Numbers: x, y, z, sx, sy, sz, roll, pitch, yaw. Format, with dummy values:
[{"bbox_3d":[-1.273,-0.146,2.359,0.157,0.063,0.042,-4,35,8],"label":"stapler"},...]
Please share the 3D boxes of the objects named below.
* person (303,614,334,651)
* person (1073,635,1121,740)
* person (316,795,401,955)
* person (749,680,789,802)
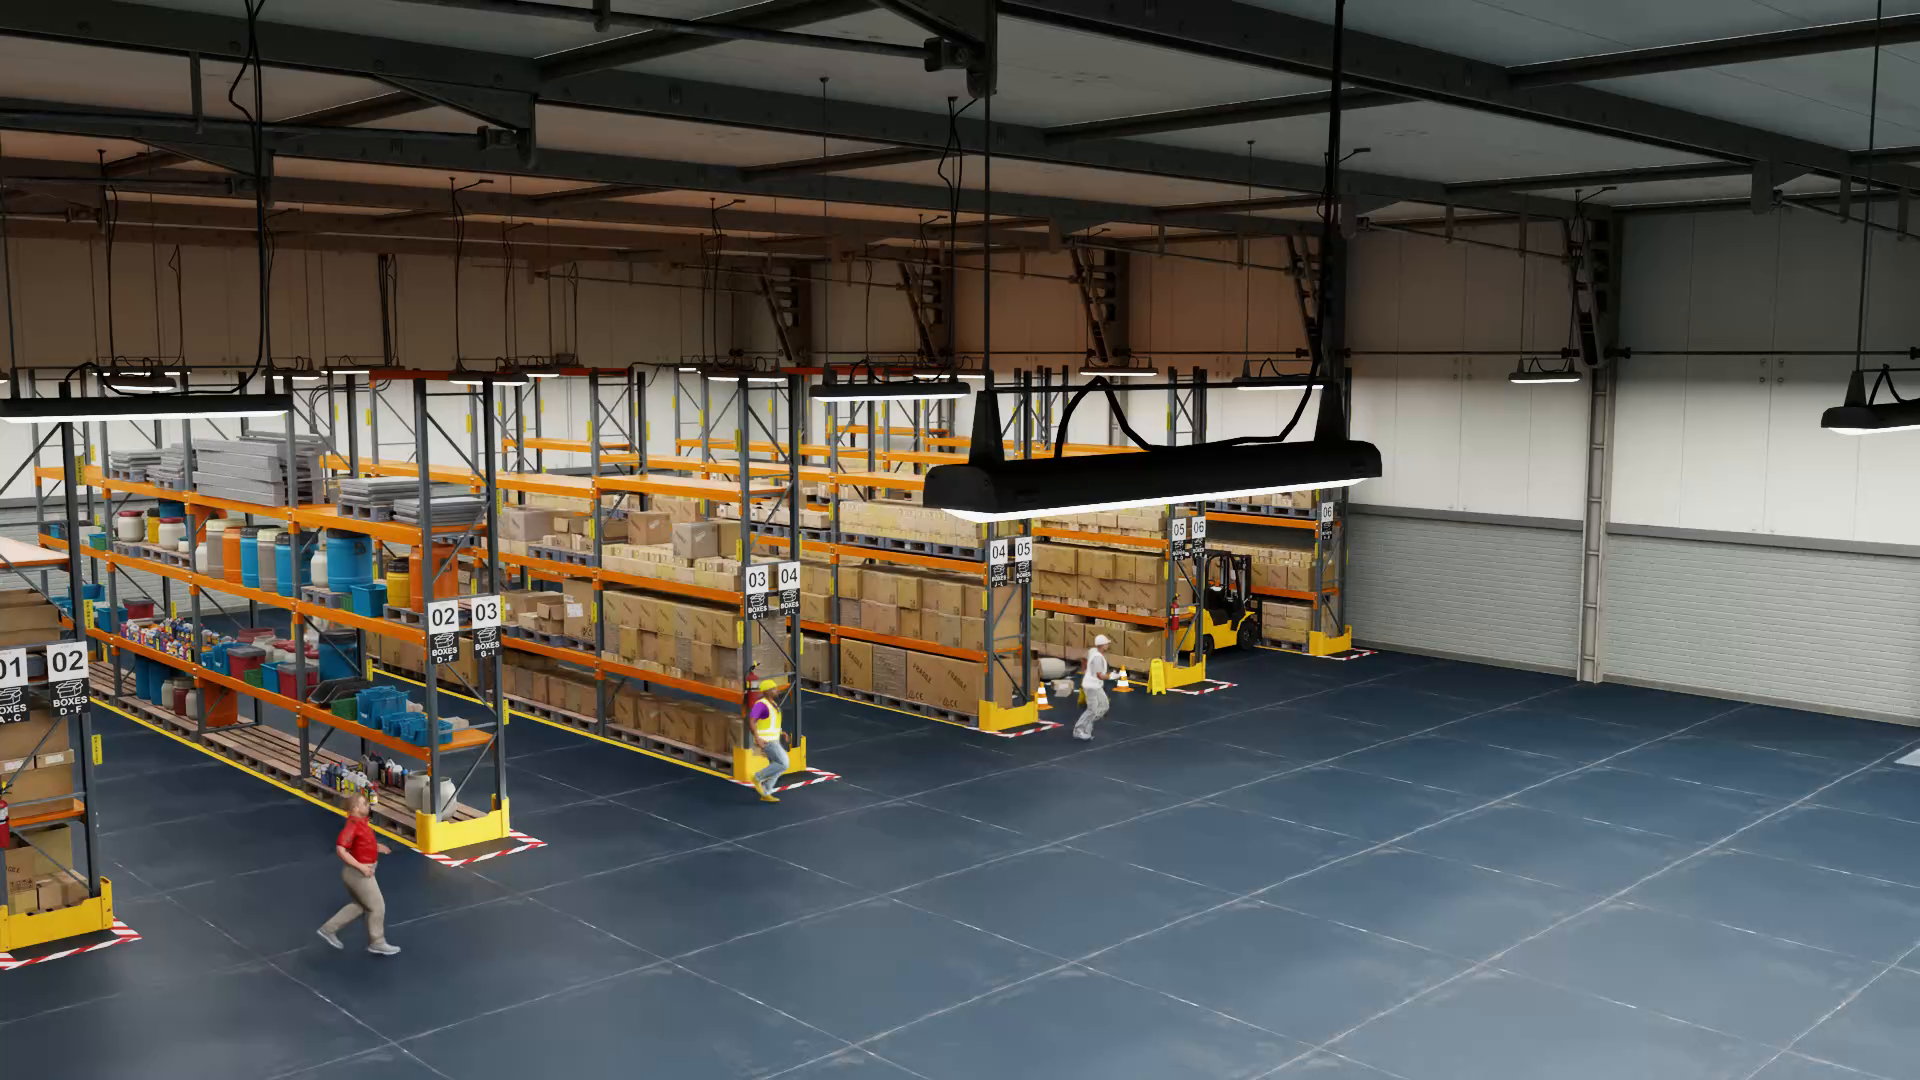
[{"bbox_3d":[-12.317,1.901,31.832,0.811,1.753,0.678,6,9,44],"label":"person"},{"bbox_3d":[2.235,2.411,27.183,0.771,1.756,0.678,1,6,4],"label":"person"},{"bbox_3d":[-6.318,3.521,17.430,0.802,1.736,0.666,-2,7,-20],"label":"person"},{"bbox_3d":[-2.657,2.831,23.603,0.530,1.693,0.697,1,7,9],"label":"person"}]
